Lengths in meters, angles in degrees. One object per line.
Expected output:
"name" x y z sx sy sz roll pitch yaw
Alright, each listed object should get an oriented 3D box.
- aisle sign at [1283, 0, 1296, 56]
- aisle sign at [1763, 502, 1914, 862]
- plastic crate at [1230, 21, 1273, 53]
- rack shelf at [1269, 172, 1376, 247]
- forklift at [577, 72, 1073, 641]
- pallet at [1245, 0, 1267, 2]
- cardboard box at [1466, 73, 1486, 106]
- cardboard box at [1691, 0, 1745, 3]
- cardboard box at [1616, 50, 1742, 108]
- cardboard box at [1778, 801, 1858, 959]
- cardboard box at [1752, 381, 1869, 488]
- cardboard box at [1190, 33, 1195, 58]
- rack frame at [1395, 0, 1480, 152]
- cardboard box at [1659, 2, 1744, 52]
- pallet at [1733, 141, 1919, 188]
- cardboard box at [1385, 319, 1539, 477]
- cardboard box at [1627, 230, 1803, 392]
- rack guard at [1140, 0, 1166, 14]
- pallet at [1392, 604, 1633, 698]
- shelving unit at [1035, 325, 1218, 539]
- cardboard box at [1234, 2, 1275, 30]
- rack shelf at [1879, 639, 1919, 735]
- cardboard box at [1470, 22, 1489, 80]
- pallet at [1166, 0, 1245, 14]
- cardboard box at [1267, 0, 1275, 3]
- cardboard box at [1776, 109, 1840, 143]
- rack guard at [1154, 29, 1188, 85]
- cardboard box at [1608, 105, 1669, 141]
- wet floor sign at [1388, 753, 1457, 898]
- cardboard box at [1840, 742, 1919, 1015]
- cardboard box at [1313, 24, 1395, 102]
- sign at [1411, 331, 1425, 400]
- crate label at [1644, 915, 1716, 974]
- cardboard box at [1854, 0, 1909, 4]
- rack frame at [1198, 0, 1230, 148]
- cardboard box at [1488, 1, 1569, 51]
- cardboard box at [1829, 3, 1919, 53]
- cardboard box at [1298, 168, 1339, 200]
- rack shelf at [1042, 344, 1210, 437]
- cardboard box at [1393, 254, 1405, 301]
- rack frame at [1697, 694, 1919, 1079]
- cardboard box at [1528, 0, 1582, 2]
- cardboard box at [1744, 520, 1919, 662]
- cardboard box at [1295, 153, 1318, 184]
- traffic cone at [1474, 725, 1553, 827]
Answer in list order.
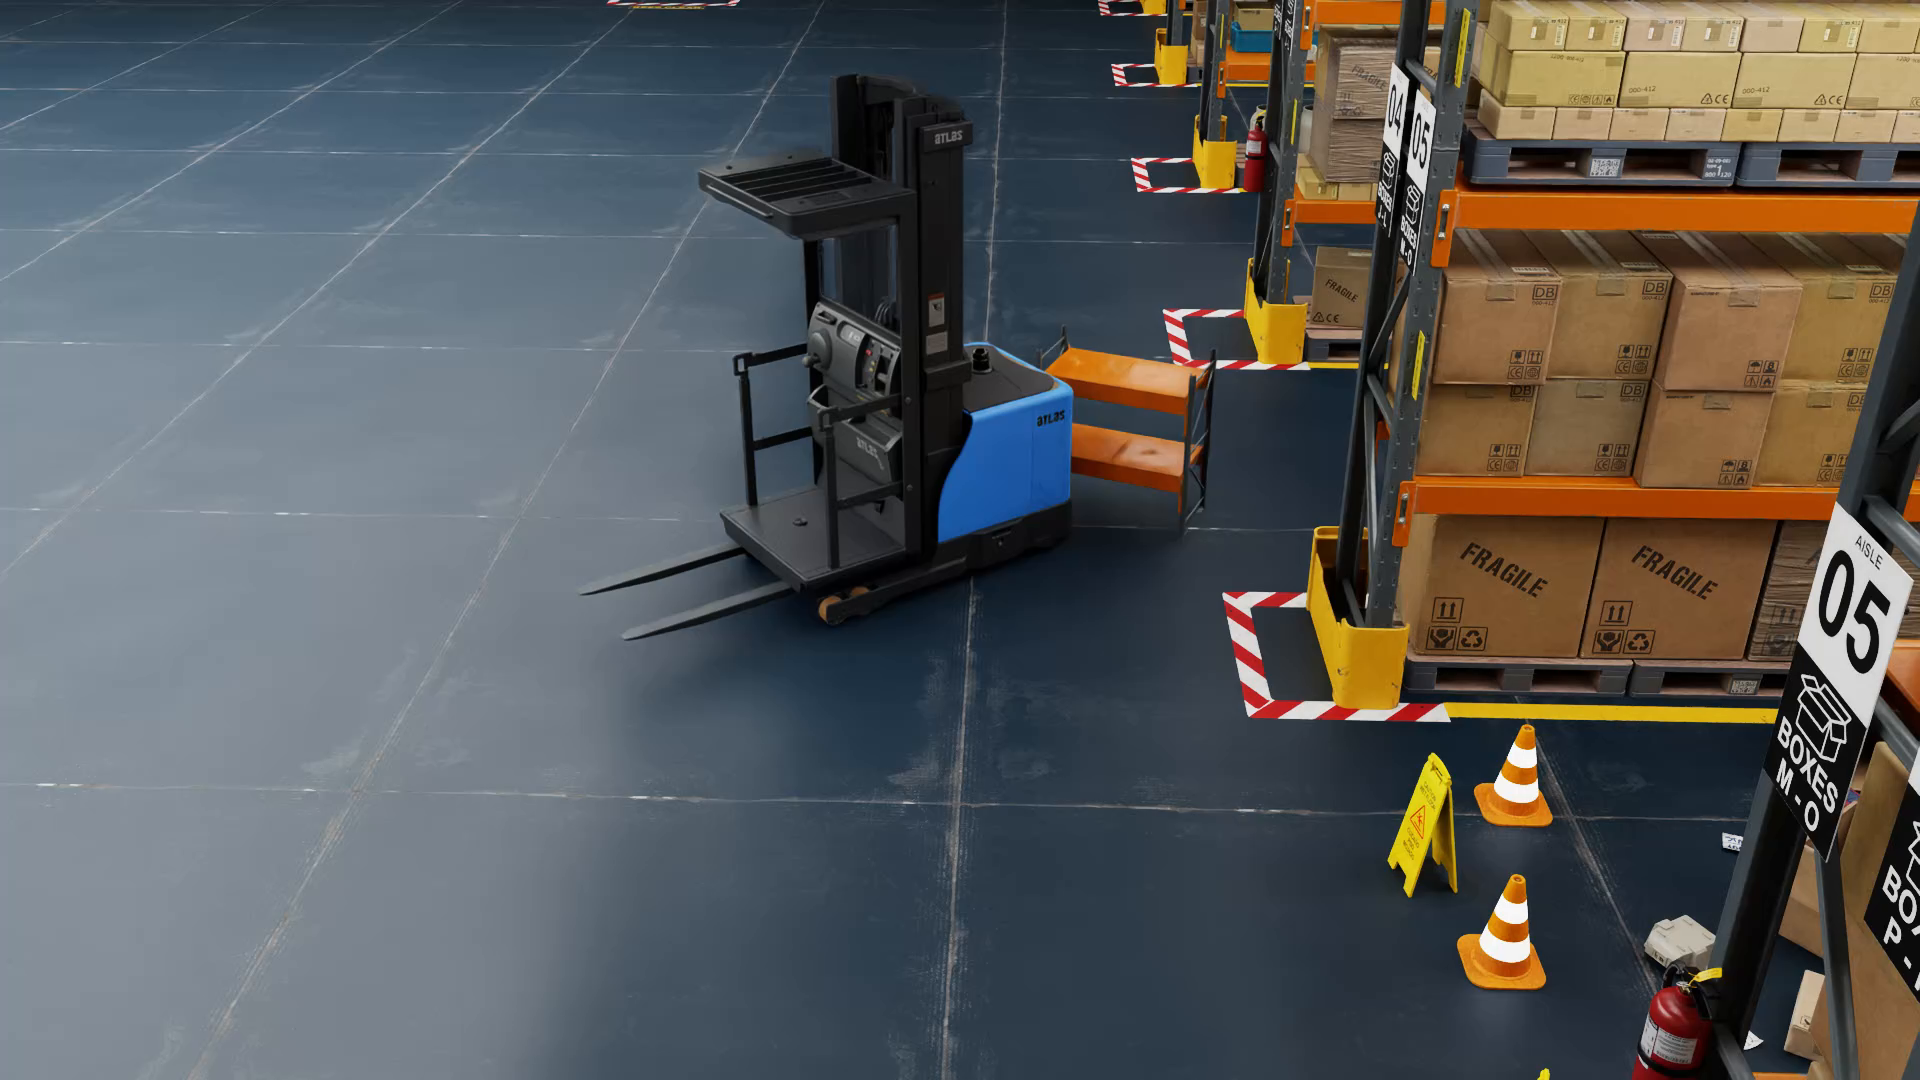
"aisle sign" 2.448 -4.016 12.273 0.004 0.787 0.394 1 28 2
"aisle sign" 2.119 0.346 4.044 0.004 0.787 0.394 1 28 2
"plastic crate" 3.206 -5.391 17.802 0.616 0.251 0.499 1 28 2
"rack shelf" 4.520 -2.656 13.251 4.000 0.370 1.077 1 28 2
"forklift" -0.792 -1.079 9.582 3.031 2.935 1.130 -18 33 -30
"pallet" 5.148 -8.678 26.820 1.213 0.211 1.003 1 28 2
"cardboard box" 2.589 -2.284 8.292 0.250 0.149 0.380 1 28 2
"cardboard box" 3.607 -2.619 8.073 0.250 0.149 0.380 1 28 2
"cardboard box" 3.225 -2.171 7.653 0.500 0.250 0.500 1 28 1
"cardboard box" 4.016 1.579 7.160 0.637 0.503 0.797 -20 34 -33
"cardboard box" 4.254 -0.712 8.656 0.500 0.550 0.875 1 28 2
"cardboard box" 3.421 -6.744 22.682 0.500 0.250 0.500 1 28 2
"rack frame" 2.245 -3.338 7.364 0.127 3.000 1.000 1 28 2
"cardboard box" 3.326 -2.316 7.500 0.250 0.149 0.380 1 28 2
"pallet" 4.209 -1.947 8.037 1.213 0.211 1.003 1 28 2
"cardboard box" 2.617 -0.768 8.762 0.550 0.550 0.875 1 28 2
"cardboard box" 3.722 -1.167 8.362 0.550 0.550 0.875 1 28 2
"rack guard" 3.121 -8.857 26.849 0.348 0.500 1.175 1 28 2
"pallet" 3.047 0.522 9.466 1.213 0.211 1.003 1 28 2
"shelving unit" 1.058 -0.711 10.816 1.048 1.125 0.538 12 30 21
"cardboard box" 3.902 -6.825 22.035 0.500 0.500 0.500 1 28 2
"rack shelf" 4.170 0.657 3.798 4.000 0.370 1.077 1 28 2
"cardboard box" 2.744 -2.430 8.141 0.500 0.250 0.500 1 28 2
"pallet" 3.932 -8.699 26.861 1.213 0.211 1.003 1 28 2
"cardboard box" 4.421 -7.067 22.490 0.500 0.500 0.500 1 28 2
"cardboard box" 3.837 -1.954 7.670 0.250 0.149 0.380 1 28 1
"rack guard" 2.850 -6.540 22.478 0.348 0.500 1.175 1 28 2
"cardboard box" 3.081 -1.967 7.694 0.250 0.149 0.380 1 28 2
"wet floor sign" 2.146 1.280 7.573 0.232 0.644 0.267 -4 28 -7
"cardboard box" 2.689 0.921 4.244 0.500 0.500 0.700 0 28 1
"cardboard box" 3.079 -3.731 13.019 0.500 0.500 0.500 1 28 2
"sign" 2.219 -0.845 8.058 0.005 0.325 0.100 1 28 2
"crate label" 3.134 1.759 7.212 0.298 0.136 0.250 -14 31 -24
"cardboard box" 4.370 -2.607 8.051 0.250 0.149 0.380 1 28 2
"rack frame" 2.696 -5.325 17.519 0.127 3.000 1.000 1 28 2
"cardboard box" 2.567 -2.329 7.525 0.250 0.149 0.380 1 28 2
"cardboard box" 4.093 -2.303 7.477 0.250 0.149 0.380 1 28 3
"cardboard box" 2.797 -2.780 12.985 0.250 0.149 0.380 1 28 2
"rack shelf" 1.058 -0.970 10.679 1.000 0.278 0.538 12 30 21
"cardboard box" 3.743 -2.076 13.610 0.500 0.500 0.500 8 29 15
"rack frame" 2.171 1.632 4.395 0.127 3.000 1.000 1 28 2
"cardboard box" 2.843 -2.632 8.097 0.250 0.149 0.380 1 28 2
"cardboard box" 4.715 0.076 9.149 0.875 0.875 0.875 1 28 2
"cardboard box" 2.813 -2.988 13.377 0.250 0.149 0.380 1 28 2
"traffic cone" 2.725 1.107 8.092 0.334 0.463 0.336 1 28 2
